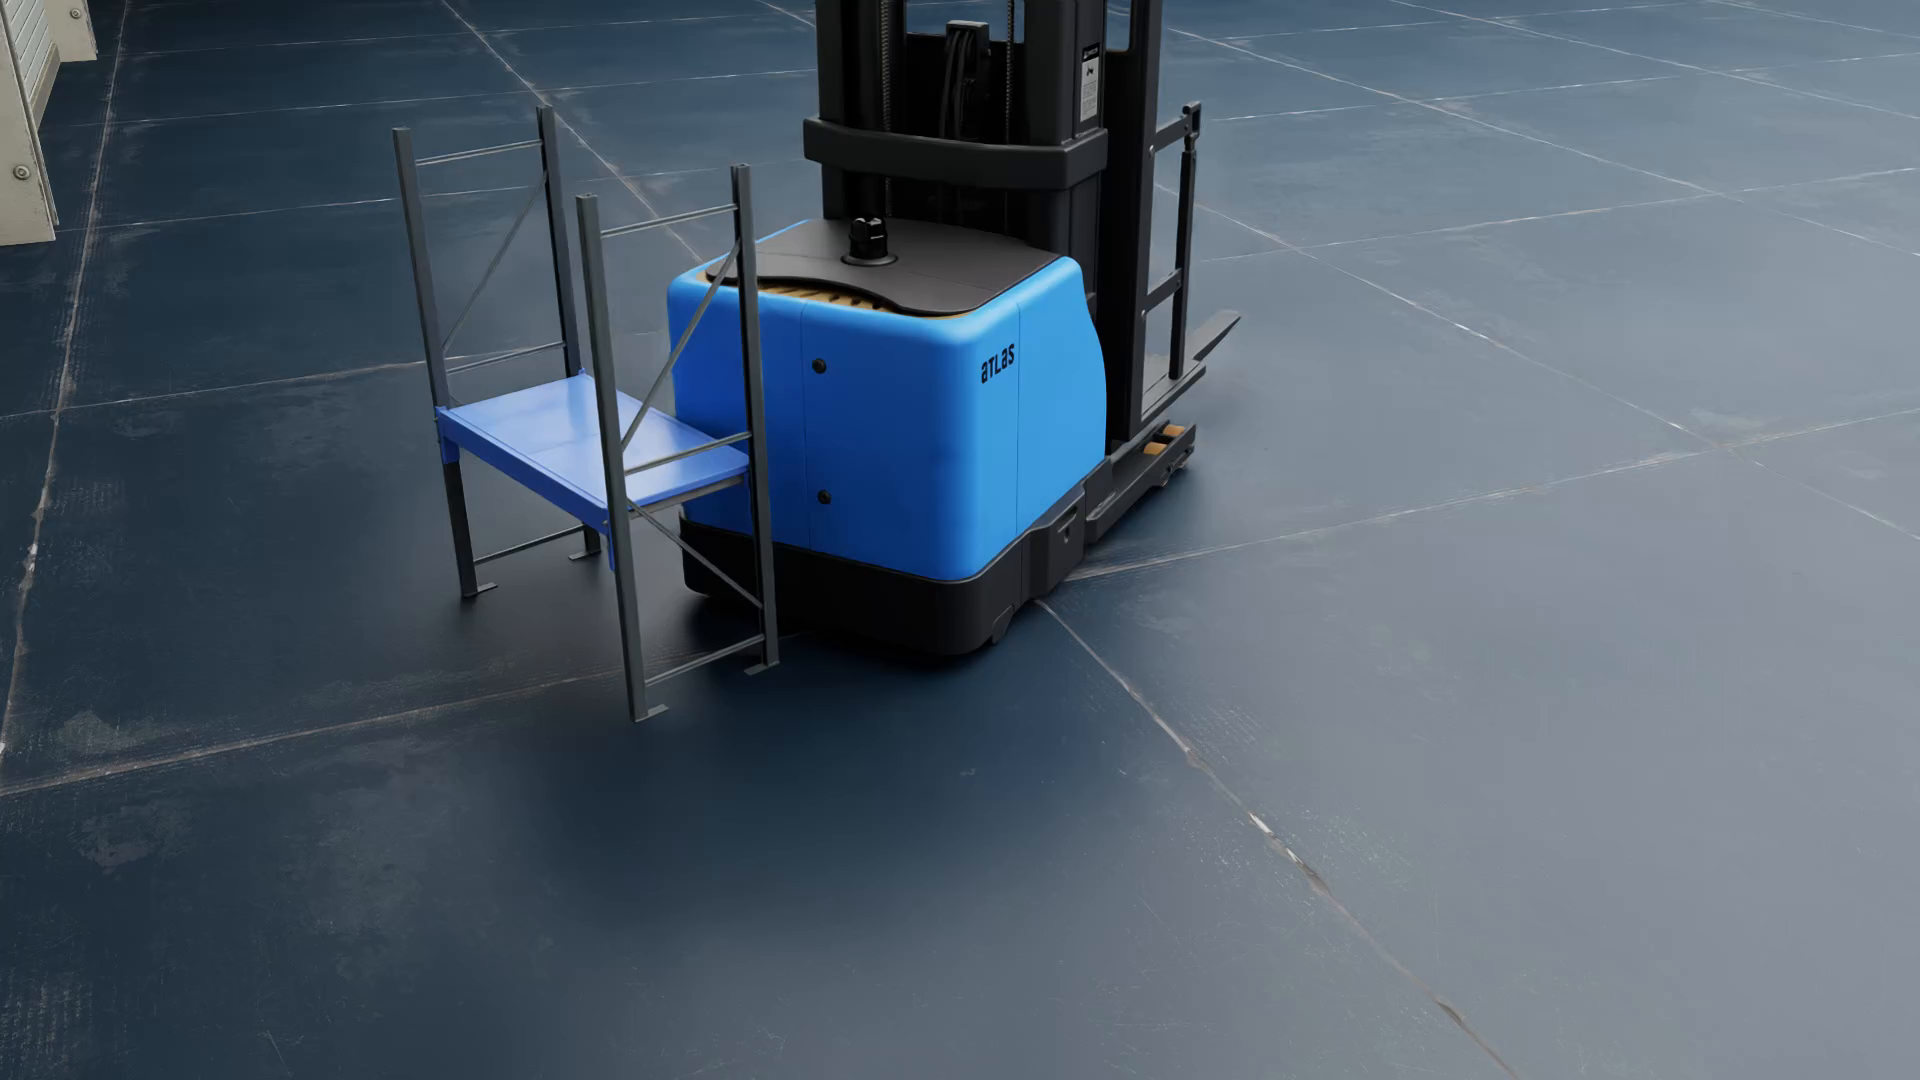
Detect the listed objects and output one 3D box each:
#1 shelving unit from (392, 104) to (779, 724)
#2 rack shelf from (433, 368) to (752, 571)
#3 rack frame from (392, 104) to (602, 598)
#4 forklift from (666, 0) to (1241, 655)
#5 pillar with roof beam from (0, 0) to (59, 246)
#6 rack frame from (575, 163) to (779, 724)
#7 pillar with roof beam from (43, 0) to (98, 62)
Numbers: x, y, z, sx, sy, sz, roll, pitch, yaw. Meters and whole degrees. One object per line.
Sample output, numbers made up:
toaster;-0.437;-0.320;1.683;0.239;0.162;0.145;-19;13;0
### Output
shelving unit;-1.079;-0.398;4.855;0.538;1.500;1.048;-22;33;-37
rack shelf;-1.078;-0.237;4.934;0.538;0.185;1.000;-22;33;-37
rack frame;-1.418;-0.564;5.194;0.500;1.500;0.032;-22;33;-37
forklift;0.240;-1.592;5.671;1.130;2.935;3.031;13;29;24
pillar with roof beam;-1.219;-6.479;8.762;9.100;9.000;0.400;-11;28;-21
rack frame;-0.739;-0.232;4.515;0.500;1.500;0.032;-22;33;-37
pillar with roof beam;-3.569;-8.901;13.723;9.100;9.000;0.400;-11;28;-21
